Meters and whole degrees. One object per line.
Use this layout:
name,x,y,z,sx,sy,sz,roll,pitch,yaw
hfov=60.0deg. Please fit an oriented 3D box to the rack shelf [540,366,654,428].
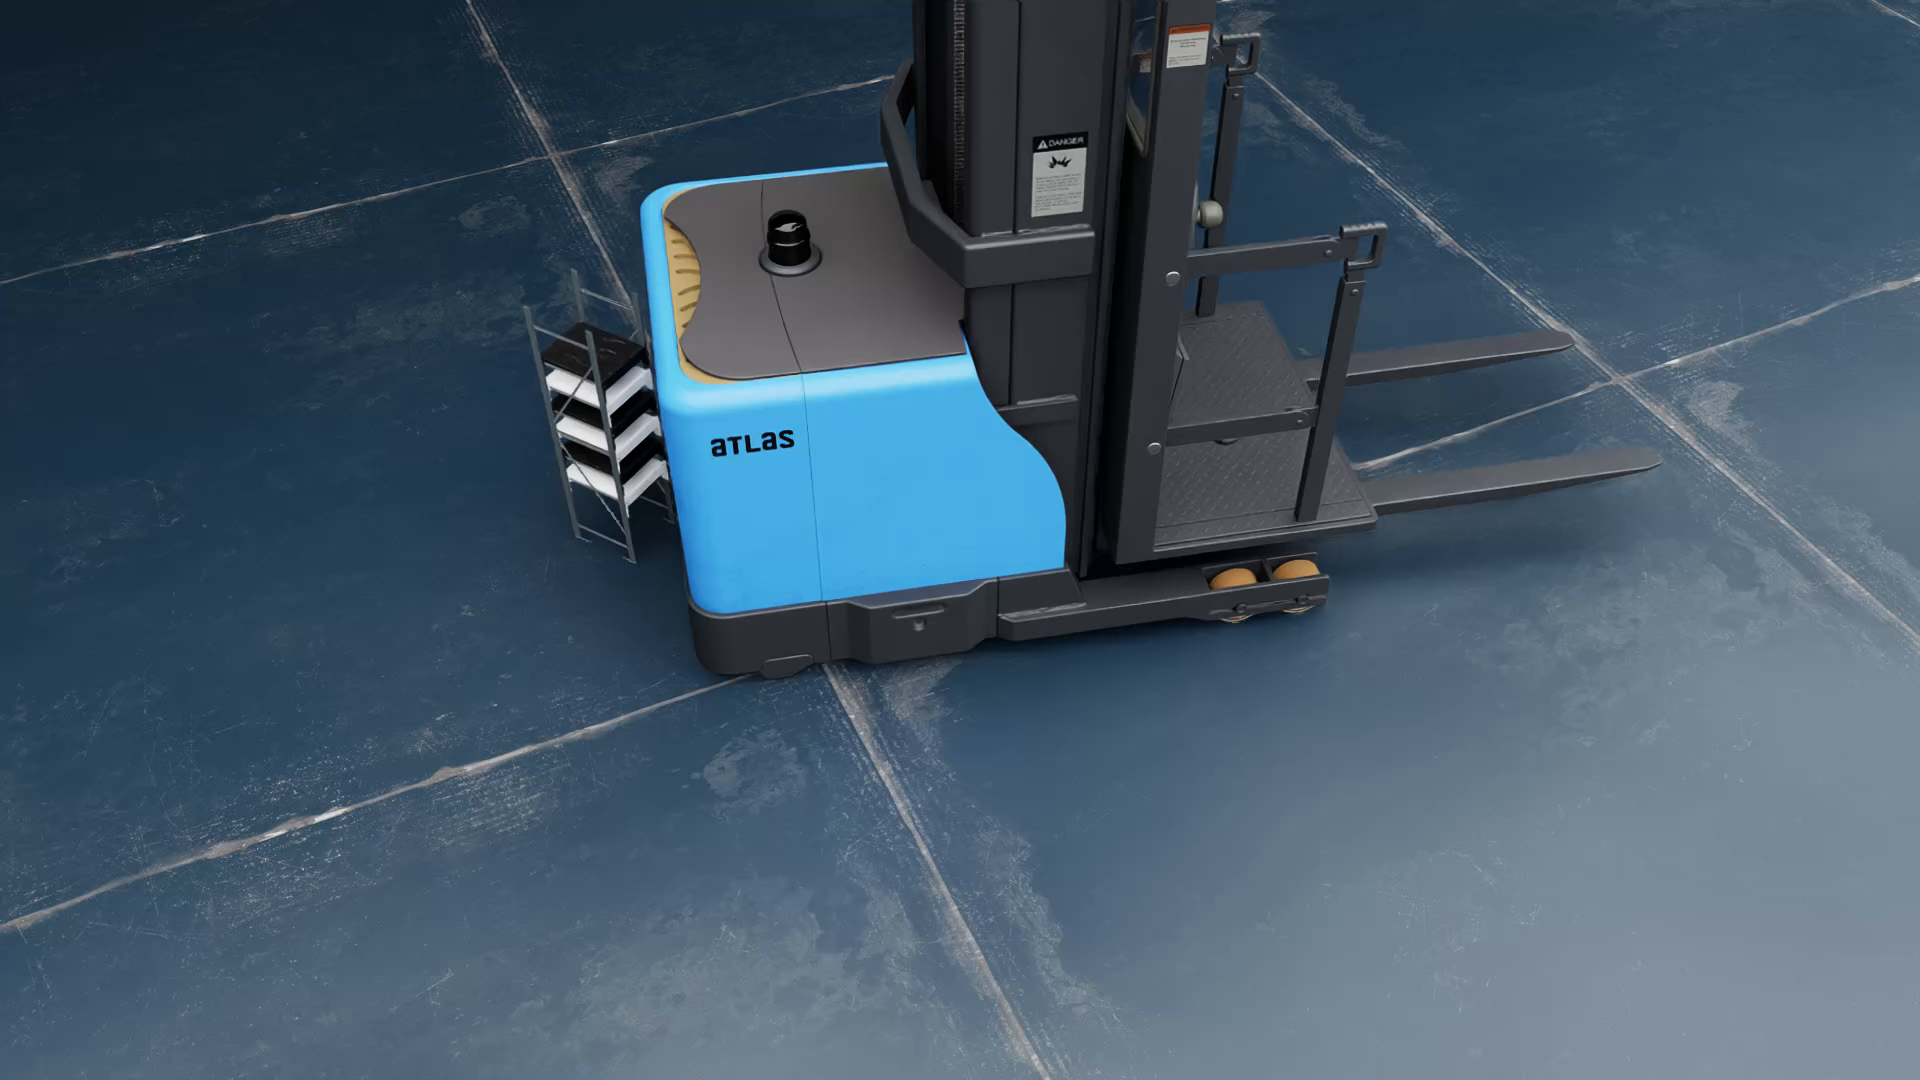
rack shelf,-1.060,-0.454,4.861,0.258,0.077,0.200,22,49,21

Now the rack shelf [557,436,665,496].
rack shelf,-1.060,-0.262,5.051,0.258,0.077,0.200,22,49,21

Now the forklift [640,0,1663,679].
forklift,0.643,-1.156,4.335,3.031,2.935,1.130,-8,45,-8

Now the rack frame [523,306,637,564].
rack frame,-1.111,-0.288,4.901,0.240,0.900,0.006,22,49,21

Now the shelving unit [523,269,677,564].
shelving unit,-1.060,-0.350,4.964,0.258,0.900,0.210,22,49,21

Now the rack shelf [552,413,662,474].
rack shelf,-1.060,-0.326,4.987,0.258,0.077,0.200,22,49,21

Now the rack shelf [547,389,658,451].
rack shelf,-1.060,-0.390,4.924,0.258,0.077,0.200,22,49,21

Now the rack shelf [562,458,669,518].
rack shelf,-1.060,-0.198,5.114,0.258,0.077,0.200,22,49,21

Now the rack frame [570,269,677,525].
rack frame,-1.008,-0.412,5.026,0.240,0.900,0.006,22,49,21

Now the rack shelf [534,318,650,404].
rack shelf,-1.060,-0.518,4.798,0.258,0.077,0.200,22,49,21
